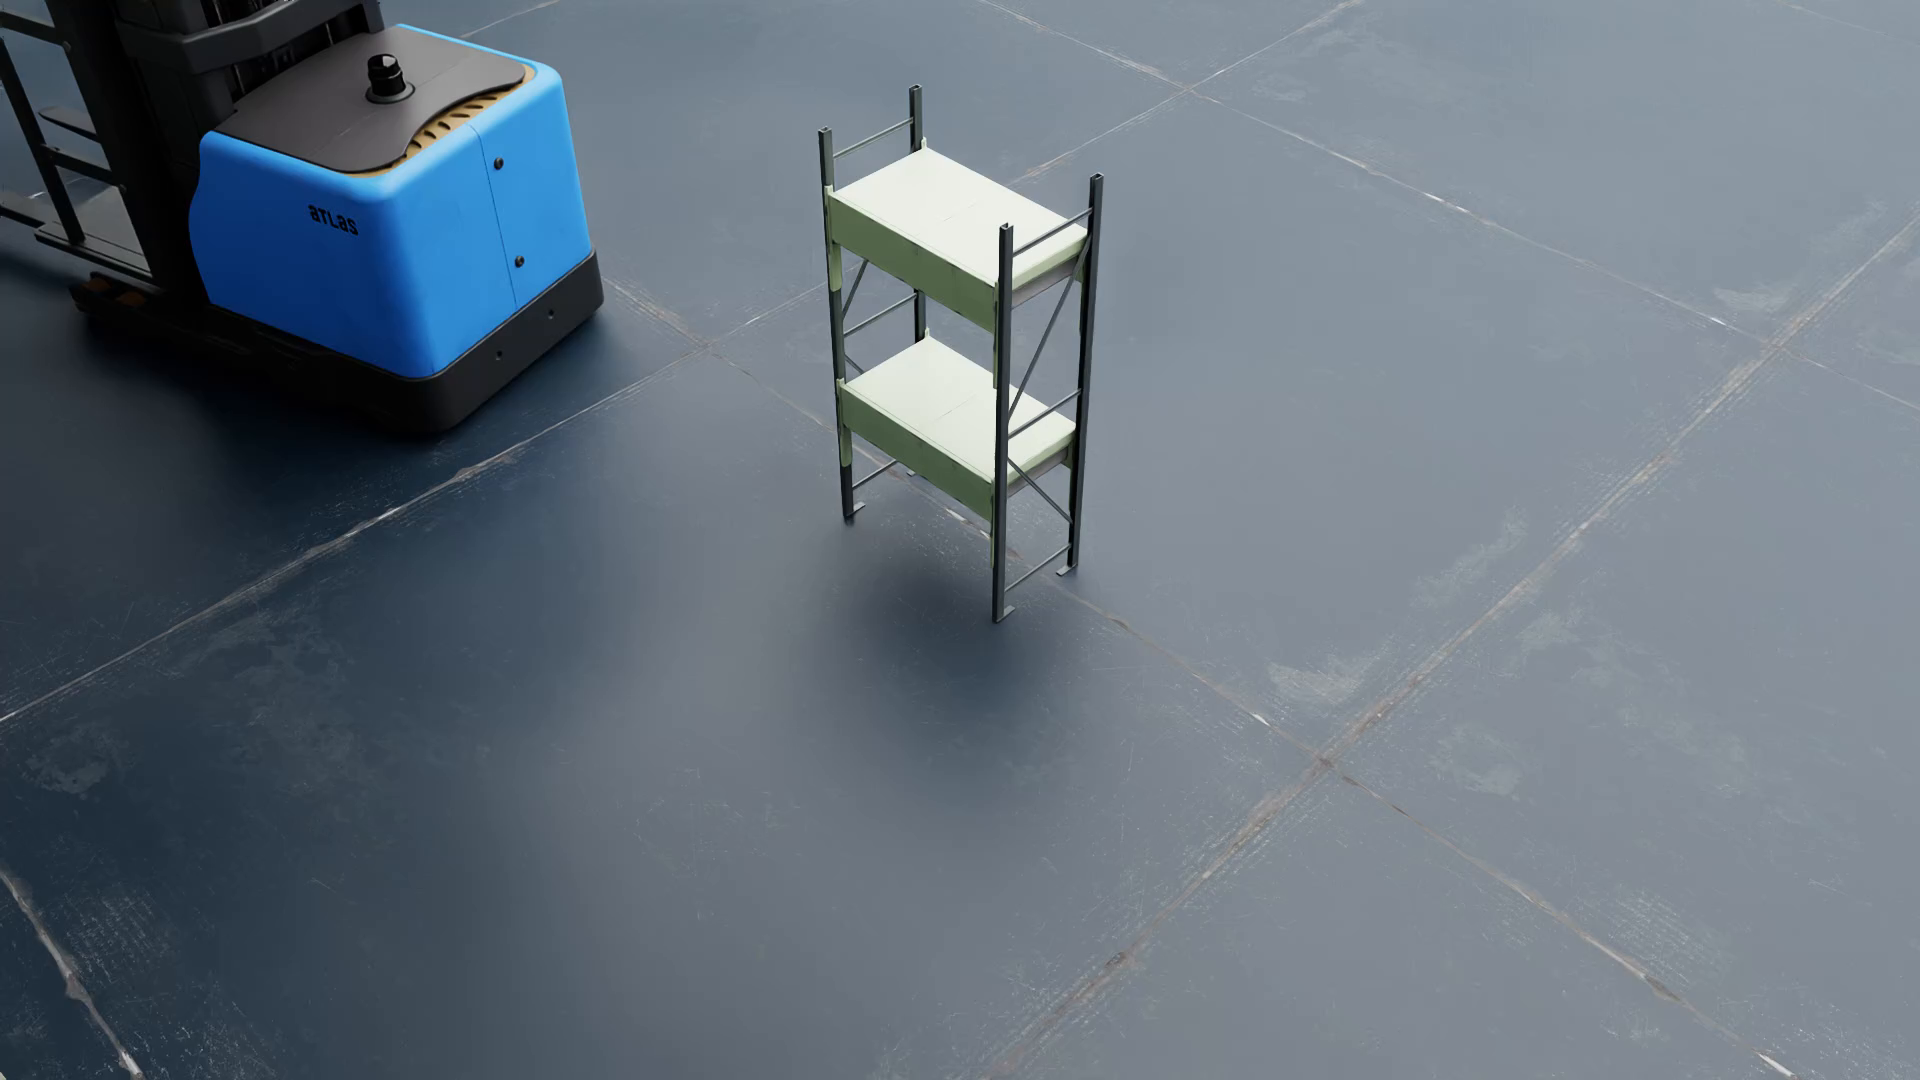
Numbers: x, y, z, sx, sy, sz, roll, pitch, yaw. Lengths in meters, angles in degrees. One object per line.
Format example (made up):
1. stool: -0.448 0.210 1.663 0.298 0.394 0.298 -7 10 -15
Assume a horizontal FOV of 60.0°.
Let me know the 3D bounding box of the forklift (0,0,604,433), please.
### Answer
1. forklift: -2.973 -2.192 5.963 3.031 2.935 1.130 20 46 21

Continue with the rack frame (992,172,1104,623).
1. rack frame: 0.254 -0.378 5.054 0.400 1.500 0.023 -34 53 -31

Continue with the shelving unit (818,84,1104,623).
1. shelving unit: -0.005 -0.554 5.244 0.431 1.500 0.755 -34 53 -31

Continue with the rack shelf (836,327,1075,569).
1. rack shelf: -0.005 -0.315 5.466 0.431 0.370 0.720 -34 53 -31

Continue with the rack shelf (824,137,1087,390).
1. rack shelf: -0.005 -0.841 4.980 0.431 0.370 0.720 -34 53 -31

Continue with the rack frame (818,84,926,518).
1. rack frame: -0.263 -0.730 5.435 0.400 1.500 0.023 -34 53 -31
